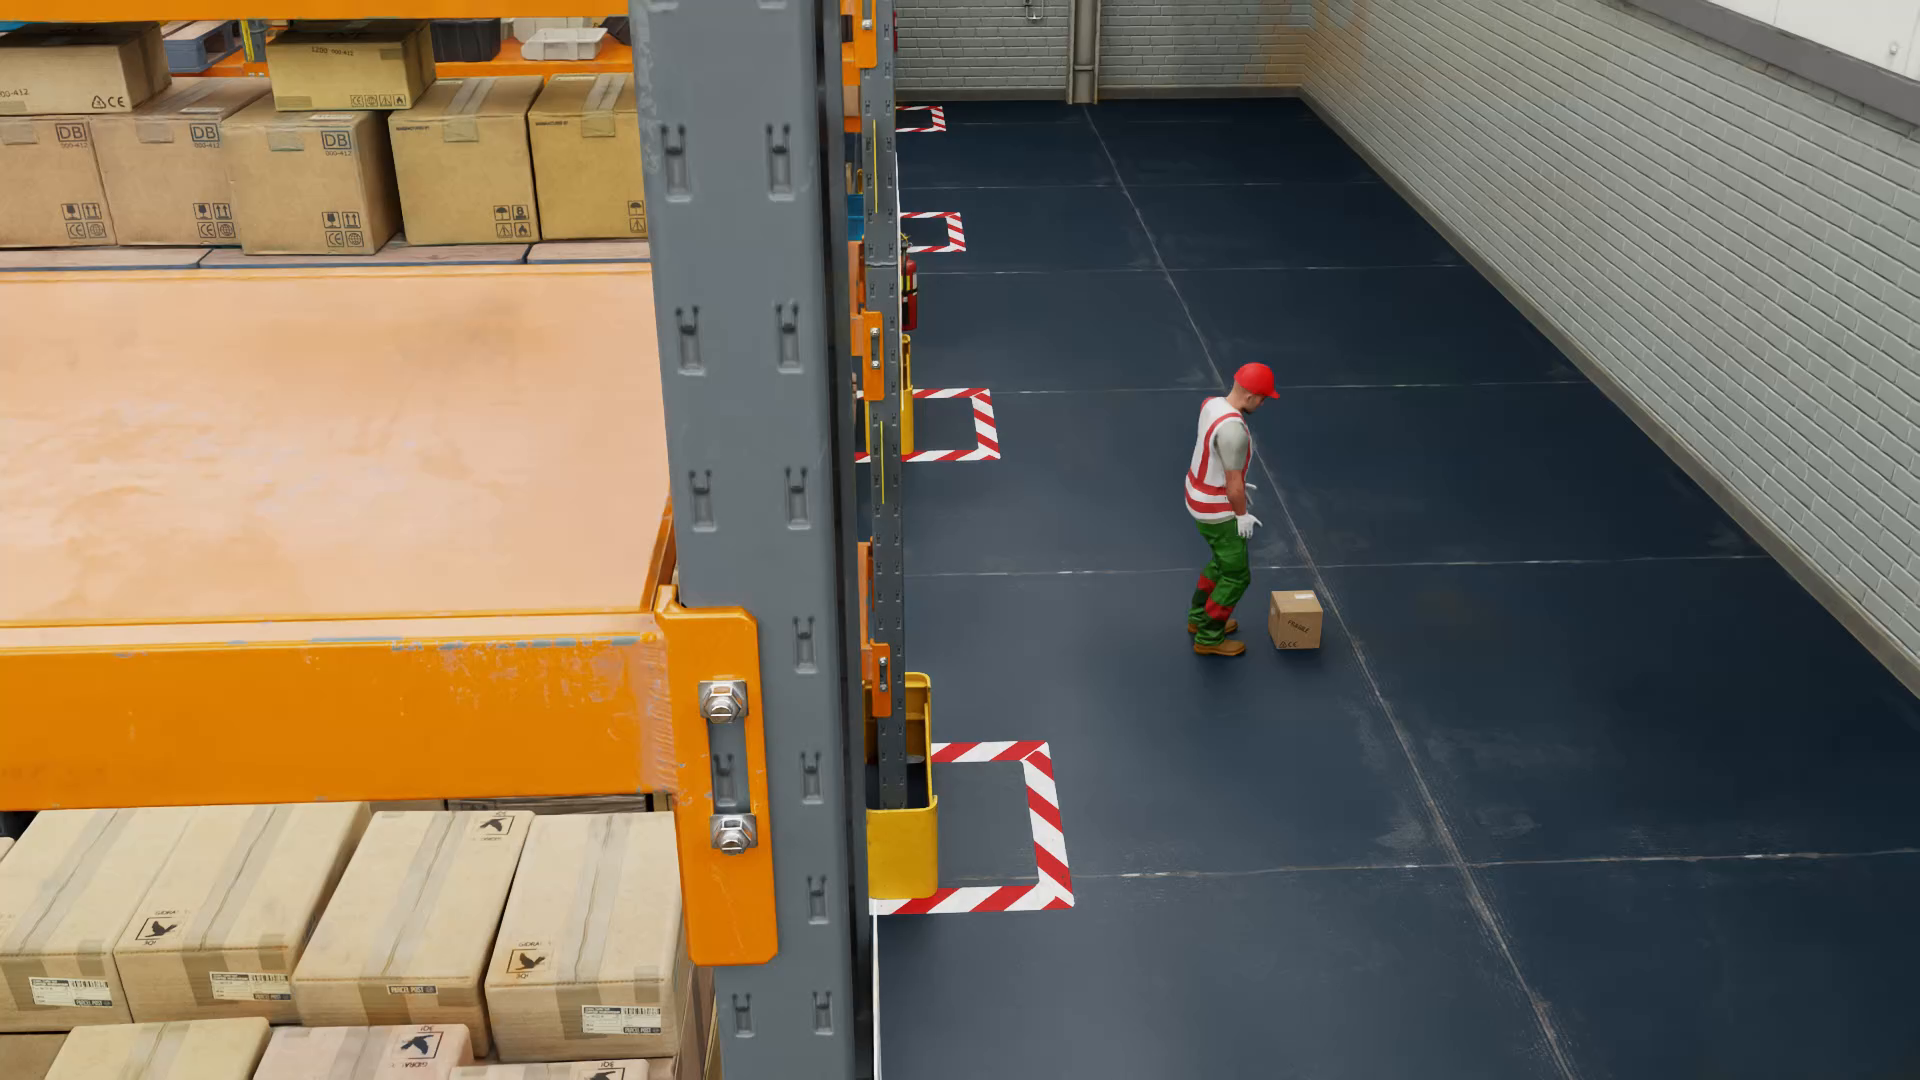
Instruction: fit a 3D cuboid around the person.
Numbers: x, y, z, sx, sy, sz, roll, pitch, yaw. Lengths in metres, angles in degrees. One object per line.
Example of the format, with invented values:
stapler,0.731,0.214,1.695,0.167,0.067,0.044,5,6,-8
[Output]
person,1.509,-0.190,9.394,0.477,1.724,0.547,-1,27,-1
